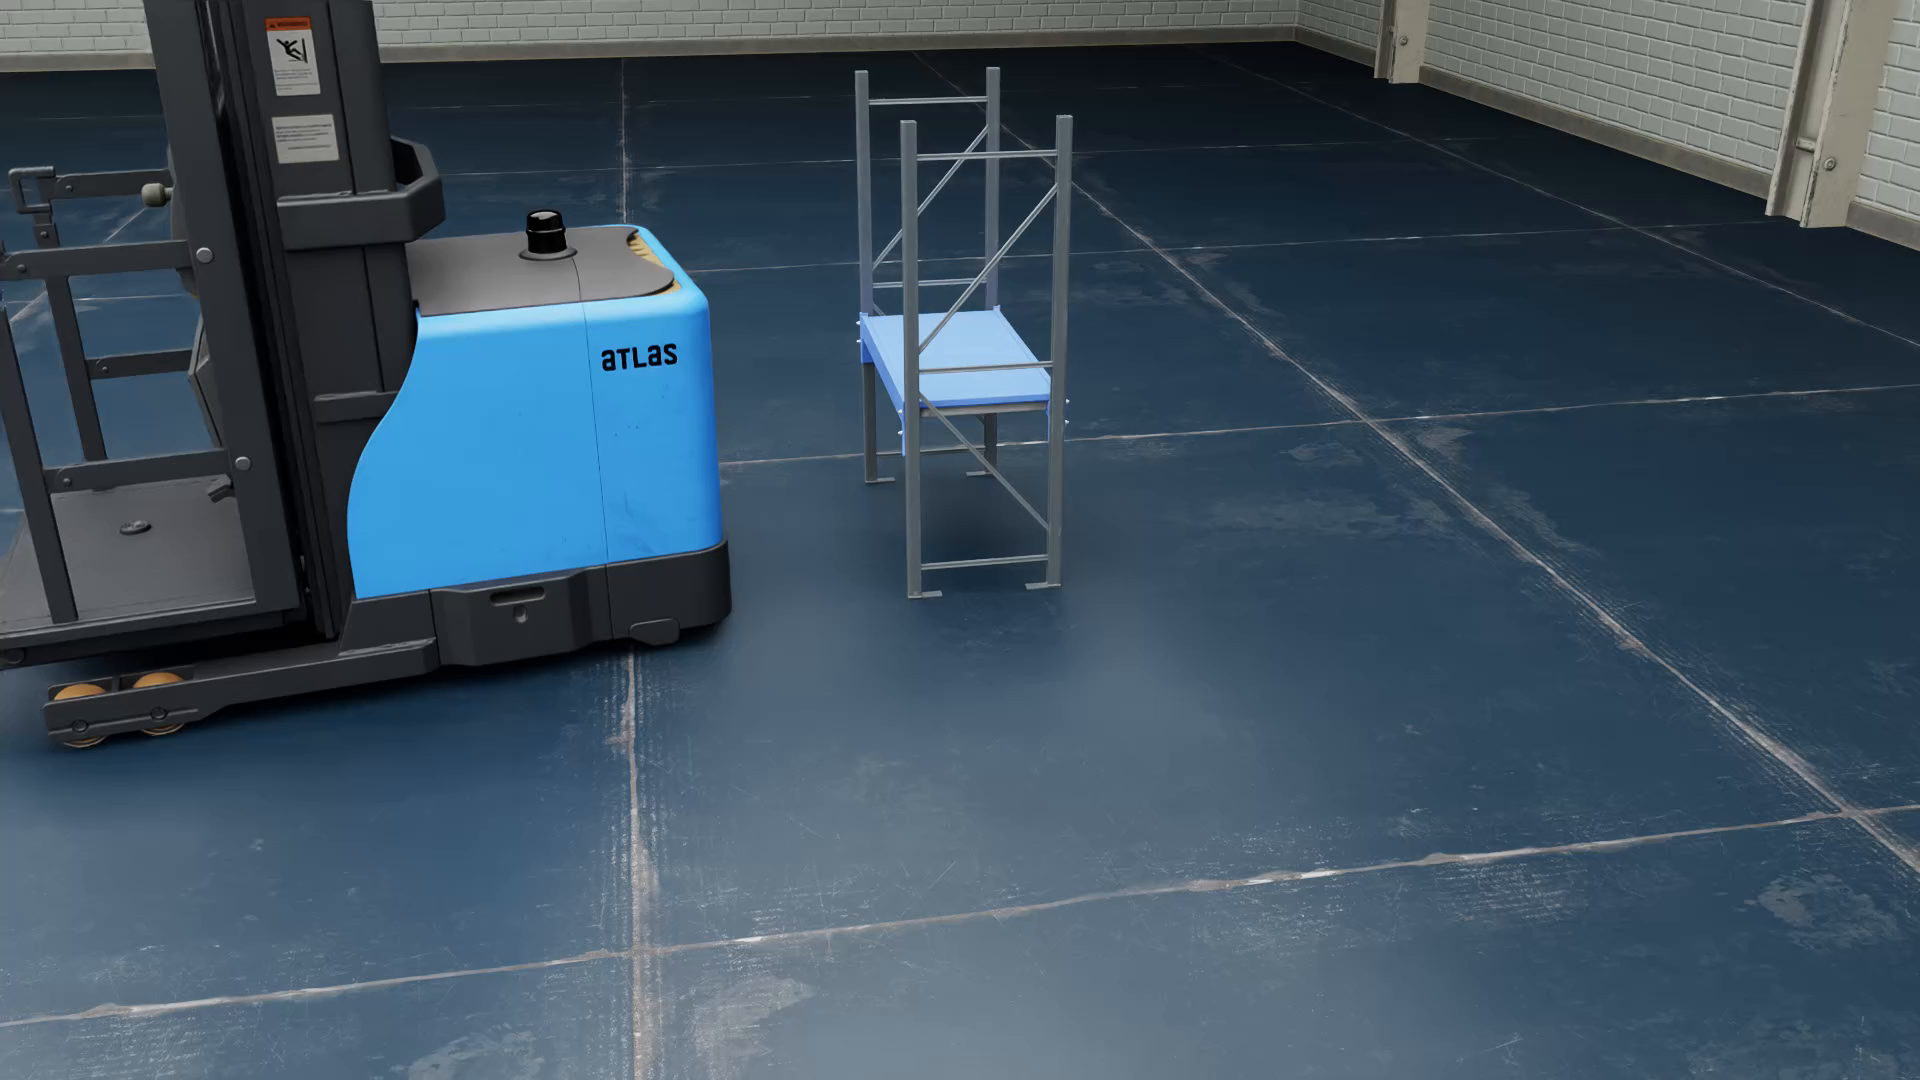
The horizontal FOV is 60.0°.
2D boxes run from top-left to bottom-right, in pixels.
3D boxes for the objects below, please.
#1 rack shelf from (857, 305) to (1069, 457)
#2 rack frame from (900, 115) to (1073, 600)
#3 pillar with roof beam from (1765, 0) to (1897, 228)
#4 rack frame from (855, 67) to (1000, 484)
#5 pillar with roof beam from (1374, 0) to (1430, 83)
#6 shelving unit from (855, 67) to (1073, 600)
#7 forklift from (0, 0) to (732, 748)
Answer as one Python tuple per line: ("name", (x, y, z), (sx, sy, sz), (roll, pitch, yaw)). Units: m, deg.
("rack shelf", (-0.016, -0.556, 5.599), (0.538, 0.185, 1.000), (-4, 24, -10))
("rack frame", (0.078, -0.521, 5.069), (0.500, 1.500, 0.032), (-4, 24, -10))
("pillar with roof beam", (1.006, -5.787, 7.757), (9.100, 9.000, 0.400), (-4, 24, -10))
("rack frame", (-0.110, -0.921, 5.984), (0.500, 1.500, 0.032), (-4, 24, -10))
("pillar with roof beam", (-0.103, -8.147, 13.161), (9.100, 9.000, 0.400), (-4, 24, -10))
("shelving unit", (-0.016, -0.721, 5.527), (0.538, 1.500, 1.048), (-4, 24, -10))
("forklift", (-2.269, -1.024, 4.432), (3.031, 2.935, 1.130), (-8, 25, -18))
